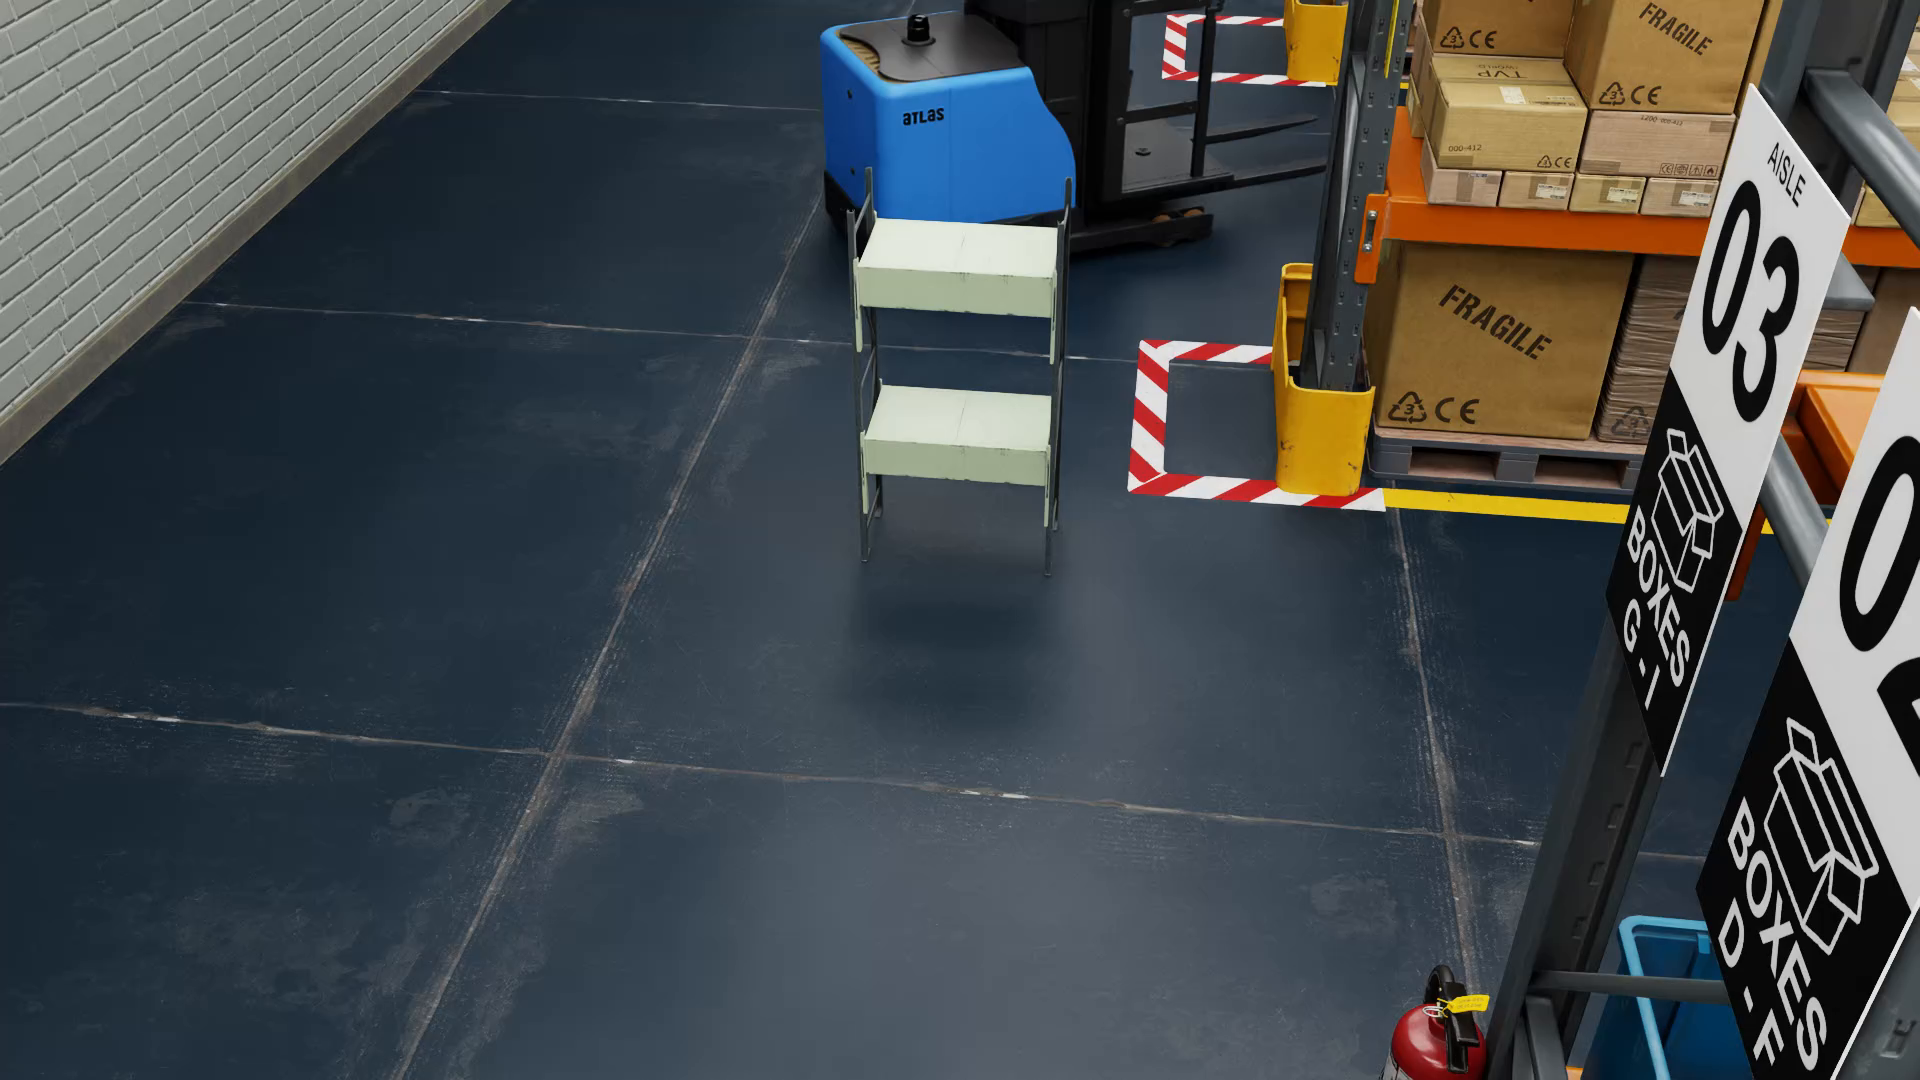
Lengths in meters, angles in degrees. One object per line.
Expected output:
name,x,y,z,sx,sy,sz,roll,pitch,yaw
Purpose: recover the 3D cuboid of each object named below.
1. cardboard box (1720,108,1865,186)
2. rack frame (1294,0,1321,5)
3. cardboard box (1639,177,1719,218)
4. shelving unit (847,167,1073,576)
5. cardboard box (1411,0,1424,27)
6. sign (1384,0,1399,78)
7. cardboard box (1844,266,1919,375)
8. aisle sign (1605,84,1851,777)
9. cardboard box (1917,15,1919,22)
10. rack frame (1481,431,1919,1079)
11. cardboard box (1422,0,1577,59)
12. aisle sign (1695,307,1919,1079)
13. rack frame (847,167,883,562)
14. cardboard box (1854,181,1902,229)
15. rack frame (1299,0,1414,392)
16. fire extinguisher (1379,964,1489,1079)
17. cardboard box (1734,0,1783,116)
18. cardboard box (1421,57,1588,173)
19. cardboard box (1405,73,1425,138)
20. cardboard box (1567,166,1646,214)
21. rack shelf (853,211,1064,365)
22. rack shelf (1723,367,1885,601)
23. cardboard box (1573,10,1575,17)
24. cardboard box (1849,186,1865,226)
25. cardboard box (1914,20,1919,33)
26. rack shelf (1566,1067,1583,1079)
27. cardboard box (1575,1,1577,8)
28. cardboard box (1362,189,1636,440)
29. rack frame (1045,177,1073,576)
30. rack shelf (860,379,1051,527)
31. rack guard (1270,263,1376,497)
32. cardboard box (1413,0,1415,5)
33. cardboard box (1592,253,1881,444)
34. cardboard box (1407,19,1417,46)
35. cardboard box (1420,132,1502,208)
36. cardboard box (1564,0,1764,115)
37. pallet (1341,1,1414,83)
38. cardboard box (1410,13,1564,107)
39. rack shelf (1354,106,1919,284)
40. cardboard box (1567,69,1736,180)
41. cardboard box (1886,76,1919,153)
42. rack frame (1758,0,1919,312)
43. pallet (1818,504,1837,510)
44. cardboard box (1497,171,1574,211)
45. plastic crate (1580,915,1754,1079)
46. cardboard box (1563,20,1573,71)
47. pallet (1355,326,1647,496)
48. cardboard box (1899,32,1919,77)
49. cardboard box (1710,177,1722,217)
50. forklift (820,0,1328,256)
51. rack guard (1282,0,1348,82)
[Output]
cardboard box,3.064,-1.541,6.200,0.500,0.250,0.500,3,36,4
rack frame,2.340,-4.596,10.608,0.127,3.000,1.000,4,36,6
cardboard box,2.686,-1.372,6.306,0.250,0.149,0.380,4,36,5
shelving unit,0.007,-0.610,6.314,0.755,1.500,0.431,4,36,6
cardboard box,3.091,-3.489,10.892,0.250,0.149,0.380,4,36,6
sign,1.531,-1.811,5.892,0.005,0.325,0.100,4,36,6
cardboard box,4.038,-0.918,6.921,0.875,0.875,0.875,4,36,6
aisle sign,0.943,-0.124,2.104,0.004,0.787,0.394,4,36,6
cardboard box,5.921,-3.429,10.554,0.250,0.149,0.380,5,36,7
rack frame,0.977,1.108,2.616,0.127,3.000,1.000,4,36,6
cardboard box,2.125,-2.227,6.515,0.500,0.500,0.500,5,36,7
aisle sign,0.868,0.216,1.628,0.004,0.787,0.394,4,36,6
rack frame,-0.356,-0.637,6.352,0.023,1.500,0.400,4,36,6
cardboard box,3.444,-1.314,6.226,0.250,0.149,0.380,3,36,5
rack frame,1.608,-1.746,6.614,0.127,3.000,1.000,4,36,6
fire extinguisher,0.885,1.018,3.129,0.183,0.674,0.296,4,36,6
cardboard box,3.060,-1.848,5.985,0.500,0.500,0.500,3,36,5
cardboard box,2.050,-1.615,6.304,0.500,0.250,0.500,3,36,5
cardboard box,2.003,-1.807,6.916,0.250,0.149,0.380,5,36,7
cardboard box,2.427,-1.390,6.332,0.250,0.149,0.380,3,36,5
rack shelf,0.007,-0.928,6.087,0.720,0.370,0.431,4,36,6
rack shelf,2.961,0.328,1.746,4.000,0.370,1.077,4,36,6
cardboard box,3.861,-3.475,10.873,0.250,0.149,0.380,3,36,4
cardboard box,3.194,-1.334,6.253,0.250,0.149,0.380,4,36,5
cardboard box,5.955,-3.272,10.589,0.250,0.149,0.380,5,36,7
rack shelf,2.961,1.549,2.617,4.000,0.370,1.077,4,36,6
cardboard box,3.869,-3.574,10.757,0.250,0.149,0.380,6,36,8
cardboard box,2.253,-1.051,7.108,0.875,0.875,0.875,4,36,6
rack frame,0.370,-0.583,6.276,0.023,1.500,0.400,4,36,6
rack shelf,0.007,-0.345,6.503,0.720,0.370,0.431,4,36,6
rack guard,1.584,-0.730,7.343,0.348,0.500,1.175,4,36,6
cardboard box,2.816,-3.615,10.813,0.250,0.149,0.380,3,36,4
cardboard box,3.156,-0.984,7.013,0.875,0.875,0.875,4,36,6
cardboard box,3.089,-3.412,11.041,0.250,0.149,0.380,4,36,6
cardboard box,1.918,-1.427,6.384,0.250,0.149,0.380,5,36,6
cardboard box,2.546,-1.883,6.034,0.500,0.500,0.500,3,36,5
pallet,3.217,-3.375,11.298,1.213,0.211,1.003,4,36,6
cardboard box,2.123,-1.923,6.735,0.500,0.250,0.500,4,36,5
rack shelf,3.592,-1.305,6.616,4.000,0.370,1.077,4,36,6
cardboard box,2.566,-1.580,6.255,0.500,0.250,0.500,4,36,5
cardboard box,3.582,-1.505,6.150,0.500,0.250,0.500,4,36,5
rack frame,0.977,-1.334,0.873,0.127,3.000,1.000,4,36,6
pallet,3.618,-0.505,7.276,1.213,0.211,1.003,4,36,6
cardboard box,2.173,-1.409,6.359,0.250,0.149,0.380,4,36,5
plastic crate,1.333,0.986,2.704,0.499,0.435,0.616,4,36,6
cardboard box,2.626,-1.885,6.682,0.500,0.250,0.500,4,36,5
pallet,2.411,-0.597,7.405,1.213,0.211,1.003,4,36,6
cardboard box,3.648,-1.812,6.579,0.500,0.250,0.500,4,36,6
cardboard box,2.938,-1.352,6.279,0.250,0.149,0.380,4,36,5
forklift,0.828,-3.042,8.490,3.031,2.935,1.130,-13,38,-18
rack guard,2.415,-3.573,11.326,0.348,0.500,1.175,4,36,6
